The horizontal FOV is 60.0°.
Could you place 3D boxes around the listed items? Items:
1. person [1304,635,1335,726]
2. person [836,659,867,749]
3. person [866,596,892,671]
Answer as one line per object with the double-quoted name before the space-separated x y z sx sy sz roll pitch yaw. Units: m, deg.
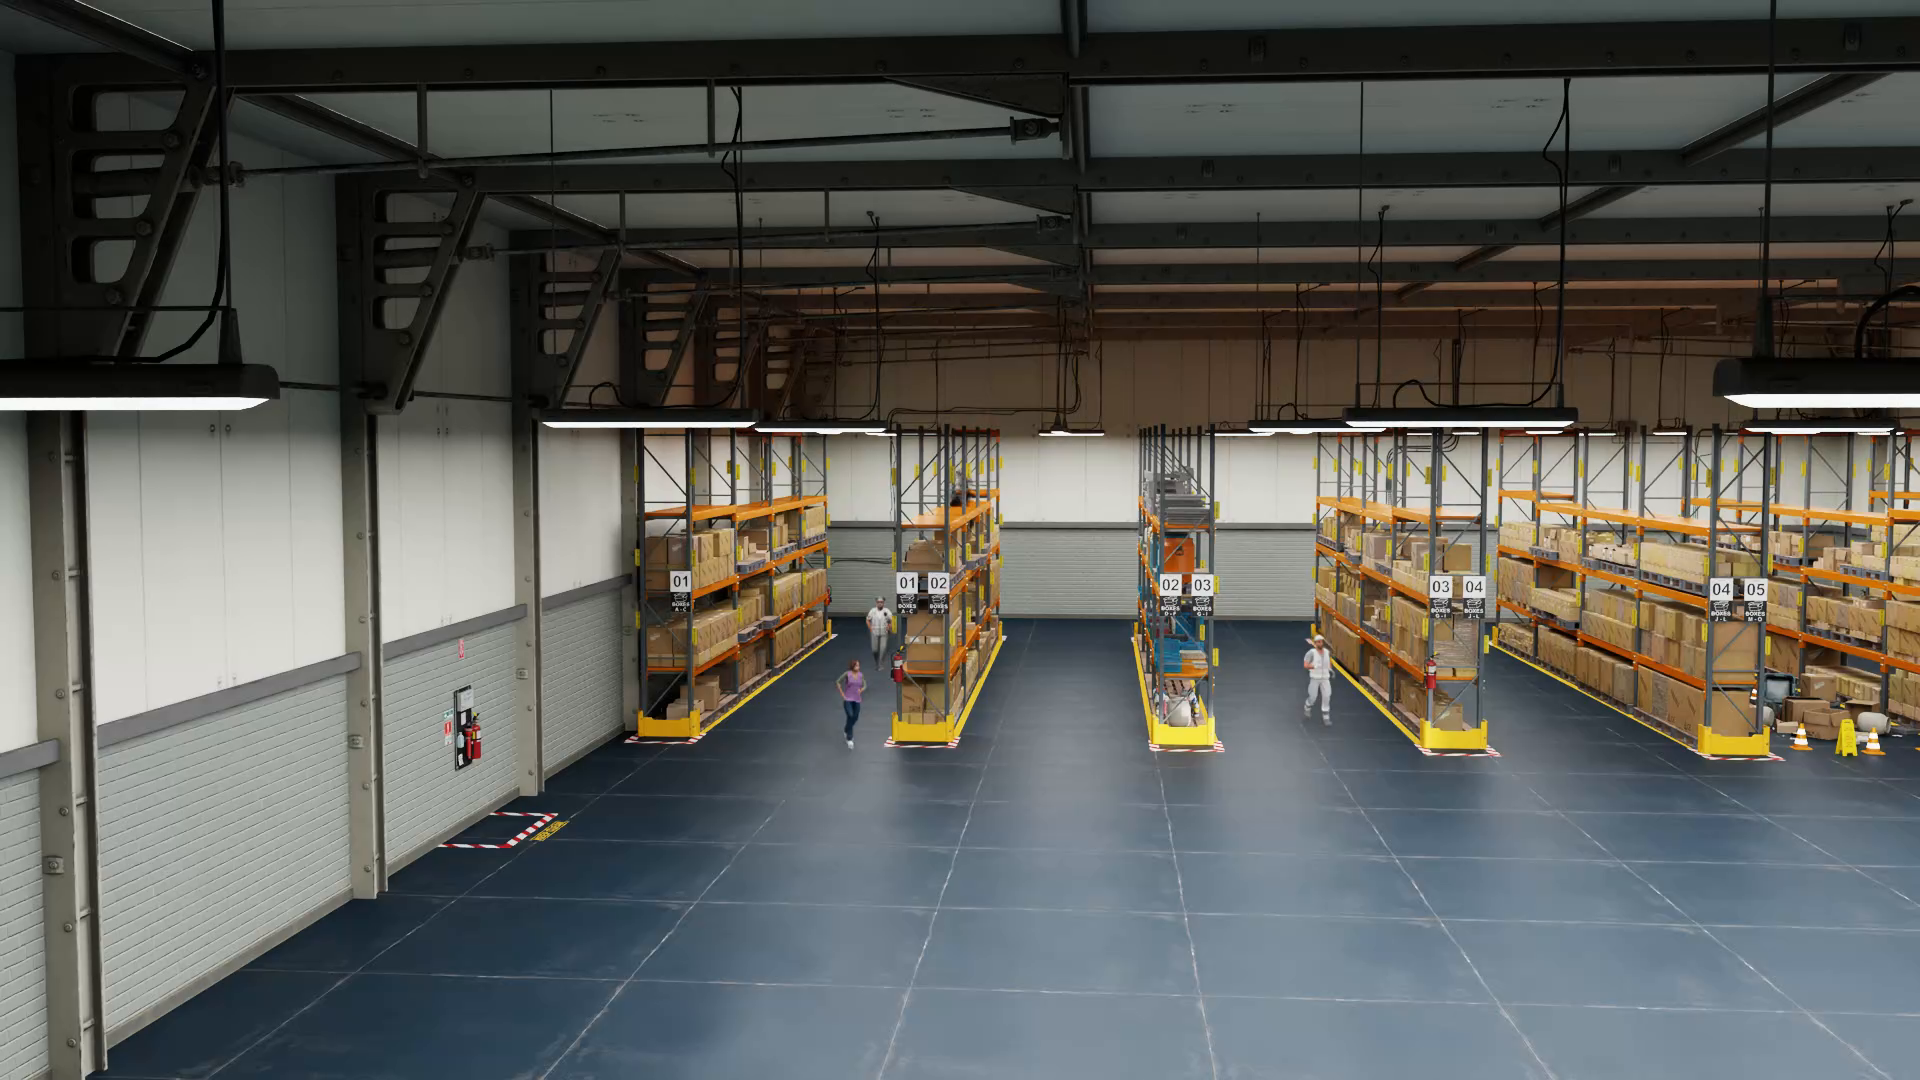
"person" 7.195 2.780 33.312 0.666 1.763 0.985 -1 4 -10
"person" -1.997 3.031 31.113 0.543 1.597 0.869 -2 4 -29
"person" -1.873 2.211 38.925 0.658 1.778 0.580 0 3 -1
